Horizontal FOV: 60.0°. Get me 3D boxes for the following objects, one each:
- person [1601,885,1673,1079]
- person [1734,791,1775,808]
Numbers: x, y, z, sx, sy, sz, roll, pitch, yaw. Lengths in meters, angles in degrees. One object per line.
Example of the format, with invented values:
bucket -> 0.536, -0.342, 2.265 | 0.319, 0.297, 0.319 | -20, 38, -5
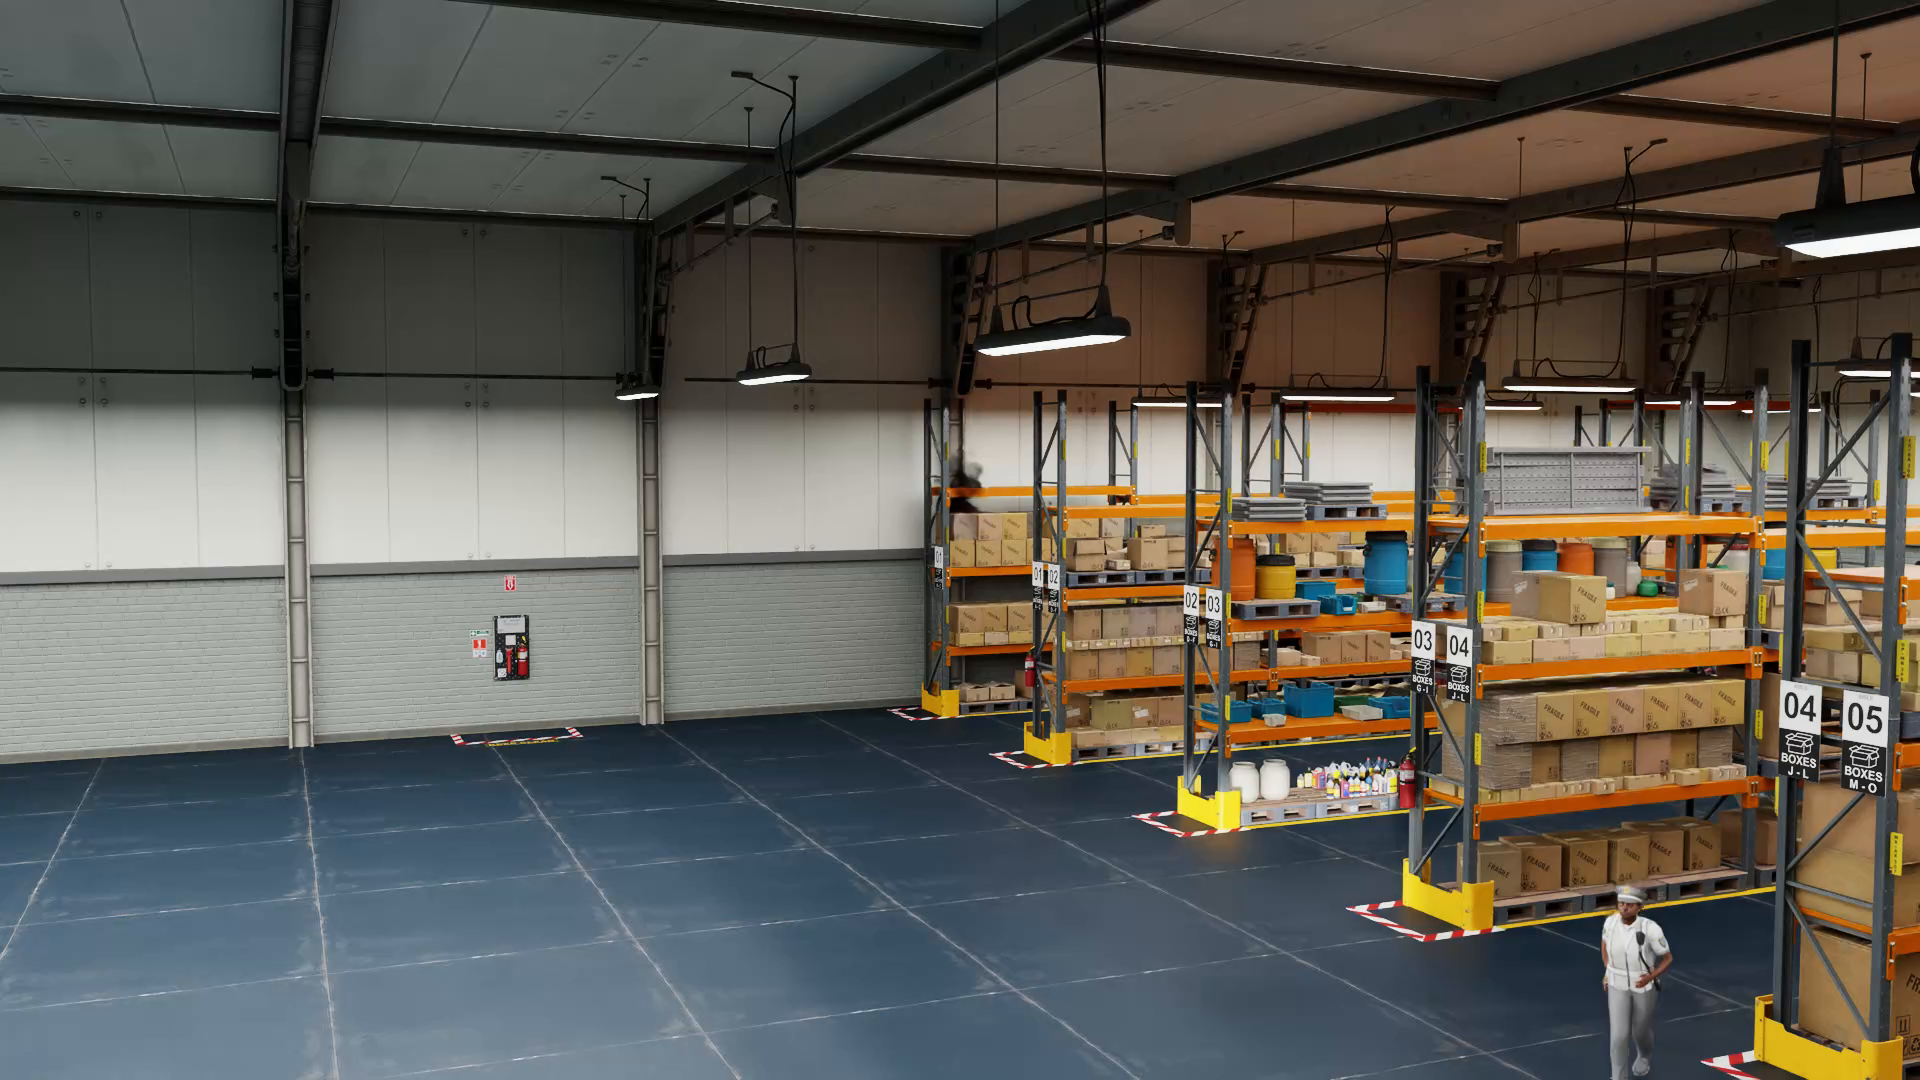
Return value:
person -> 5.340, 3.541, 13.144 | 0.562, 1.714, 0.849 | 2, 4, 33
person -> 10.575, 2.988, 22.141 | 0.606, 1.724, 0.713 | -1, 4, -23
